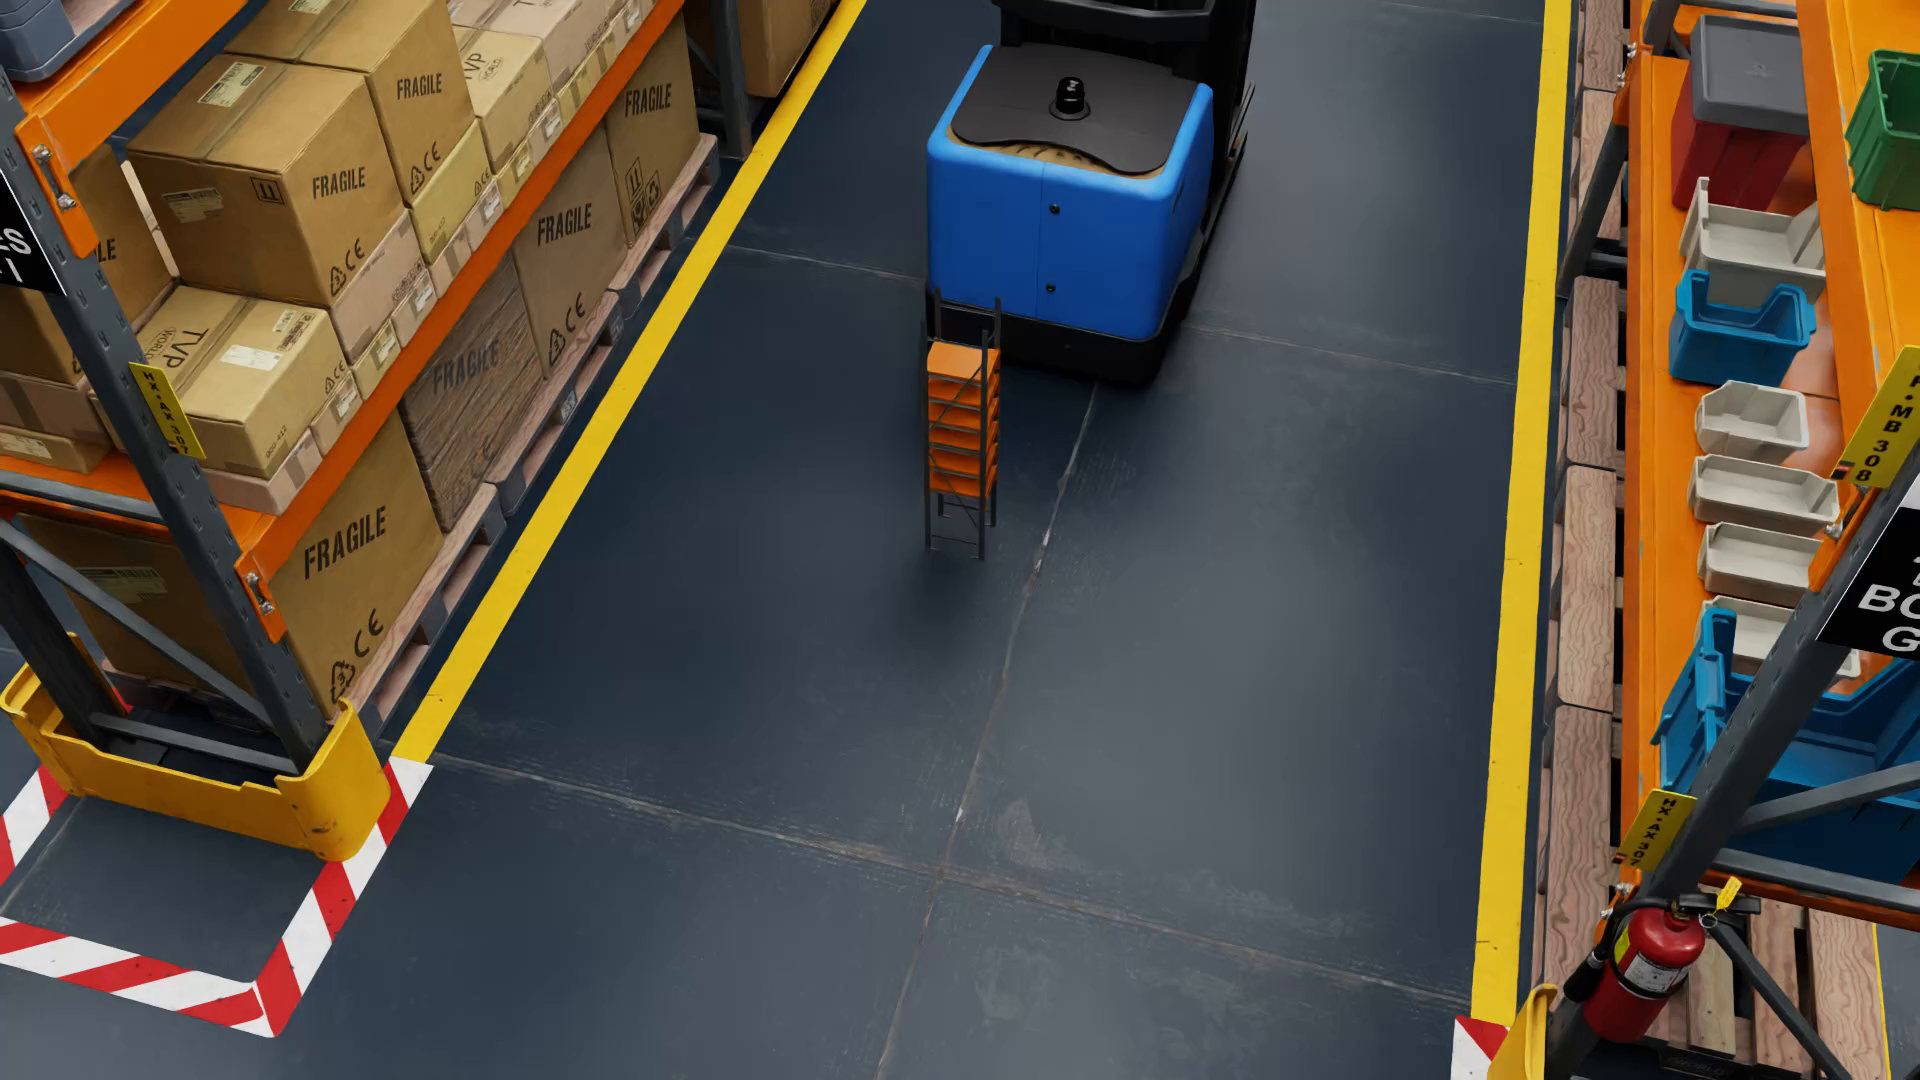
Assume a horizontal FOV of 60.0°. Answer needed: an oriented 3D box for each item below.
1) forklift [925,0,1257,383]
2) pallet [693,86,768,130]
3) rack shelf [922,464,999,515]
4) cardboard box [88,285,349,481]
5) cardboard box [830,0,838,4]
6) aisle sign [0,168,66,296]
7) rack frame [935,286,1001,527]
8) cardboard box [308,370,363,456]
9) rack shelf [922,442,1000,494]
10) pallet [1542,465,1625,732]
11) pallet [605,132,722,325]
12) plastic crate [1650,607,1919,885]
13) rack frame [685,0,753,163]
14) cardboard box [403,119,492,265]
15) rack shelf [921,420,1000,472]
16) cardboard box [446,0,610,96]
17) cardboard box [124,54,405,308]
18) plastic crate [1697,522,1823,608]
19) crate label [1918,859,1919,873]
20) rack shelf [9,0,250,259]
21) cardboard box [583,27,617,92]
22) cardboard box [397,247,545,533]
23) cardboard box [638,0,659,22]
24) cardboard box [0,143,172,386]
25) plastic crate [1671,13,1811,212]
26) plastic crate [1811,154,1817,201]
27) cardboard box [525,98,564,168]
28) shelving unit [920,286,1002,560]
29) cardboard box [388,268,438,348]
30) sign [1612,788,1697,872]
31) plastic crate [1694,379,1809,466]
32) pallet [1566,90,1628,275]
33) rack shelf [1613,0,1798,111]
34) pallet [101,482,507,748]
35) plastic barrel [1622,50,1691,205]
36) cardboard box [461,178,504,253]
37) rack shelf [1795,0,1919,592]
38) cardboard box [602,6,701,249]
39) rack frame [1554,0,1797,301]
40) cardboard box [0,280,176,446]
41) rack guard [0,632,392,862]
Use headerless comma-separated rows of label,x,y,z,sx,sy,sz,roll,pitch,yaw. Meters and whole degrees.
forklift,0.793,-2.778,7.165,1.130,2.935,3.031,14,50,12
pallet,-1.414,-2.678,8.892,1.003,0.211,1.213,12,50,10
rack shelf,0.004,-0.219,6.442,0.258,0.103,0.180,12,50,10
cardboard box,-2.211,-0.478,4.991,0.500,0.250,0.500,10,49,9
cardboard box,-1.161,-3.577,8.963,1.225,0.875,0.875,10,49,9
aisle sign,-2.327,-0.884,3.714,0.394,0.787,0.004,12,50,10
rack frame,0.028,-0.474,6.287,0.240,1.200,0.006,12,50,10
cardboard box,-2.120,-0.429,5.215,0.380,0.149,0.250,11,49,9
rack shelf,0.004,-0.299,6.352,0.258,0.103,0.180,12,50,10
pallet,2.758,0.297,6.266,1.003,0.211,1.213,12,50,10
pallet,-1.820,-1.571,7.914,1.003,0.211,1.213,12,50,10
plastic crate,2.089,0.532,4.135,0.616,0.435,0.499,12,50,10
rack frame,-1.545,-3.028,7.341,1.000,3.000,0.127,12,50,10
cardboard box,-1.945,-1.218,5.644,0.500,0.250,0.500,10,49,9
rack shelf,0.004,-0.378,6.262,0.258,0.103,0.180,12,50,10
cardboard box,-1.676,-1.962,6.301,0.500,0.250,0.500,12,50,11
cardboard box,-2.079,-1.087,5.029,0.500,0.500,0.500,10,49,9
plastic crate,2.311,0.078,4.736,0.396,0.136,0.243,12,50,10
crate label,2.563,0.764,4.065,0.416,0.233,0.303,12,50,10
rack shelf,-2.071,-2.336,5.209,1.077,0.370,4.000,12,50,10
cardboard box,-1.579,-1.915,6.526,0.380,0.149,0.250,12,50,11
cardboard box,-2.267,-0.708,6.430,0.875,0.875,0.875,12,50,10
cardboard box,-1.444,-2.288,6.855,0.380,0.149,0.250,11,49,9
cardboard box,-2.723,-0.836,4.808,0.500,0.500,0.500,12,50,10
plastic crate,2.757,-1.495,5.905,0.402,0.464,0.583,12,50,10
plastic crate,3.198,-1.117,5.797,0.437,0.125,0.590,12,50,10
cardboard box,-1.715,-1.546,6.200,0.380,0.149,0.250,12,50,11
shelving unit,0.004,-0.407,6.228,0.258,1.200,0.189,12,50,10
cardboard box,-1.985,-0.803,5.545,0.380,0.149,0.250,11,49,9
sign,1.646,0.692,3.949,0.100,0.325,0.005,12,50,10
plastic crate,2.421,-0.346,5.110,0.298,0.136,0.250,12,50,10
pallet,3.477,-1.678,8.009,1.003,0.211,1.213,12,50,10
rack shelf,3.760,-3.259,8.025,1.077,0.370,4.000,12,50,10
pallet,-2.463,0.194,6.357,1.003,0.211,1.213,12,50,10
plastic barrel,3.393,-1.885,7.452,0.600,0.901,0.708,12,50,10
cardboard box,-1.850,-1.174,5.872,0.380,0.149,0.250,11,50,10
rack shelf,2.707,-1.359,4.346,1.077,0.370,4.000,12,50,10
cardboard box,-1.796,-2.002,7.573,0.875,0.875,0.875,12,50,10
rack frame,3.234,-2.051,6.478,1.000,3.000,0.127,12,50,10
cardboard box,-2.726,-0.587,5.088,0.500,0.250,0.500,11,49,9
rack guard,-2.604,0.710,5.709,1.175,0.500,0.348,12,50,10
